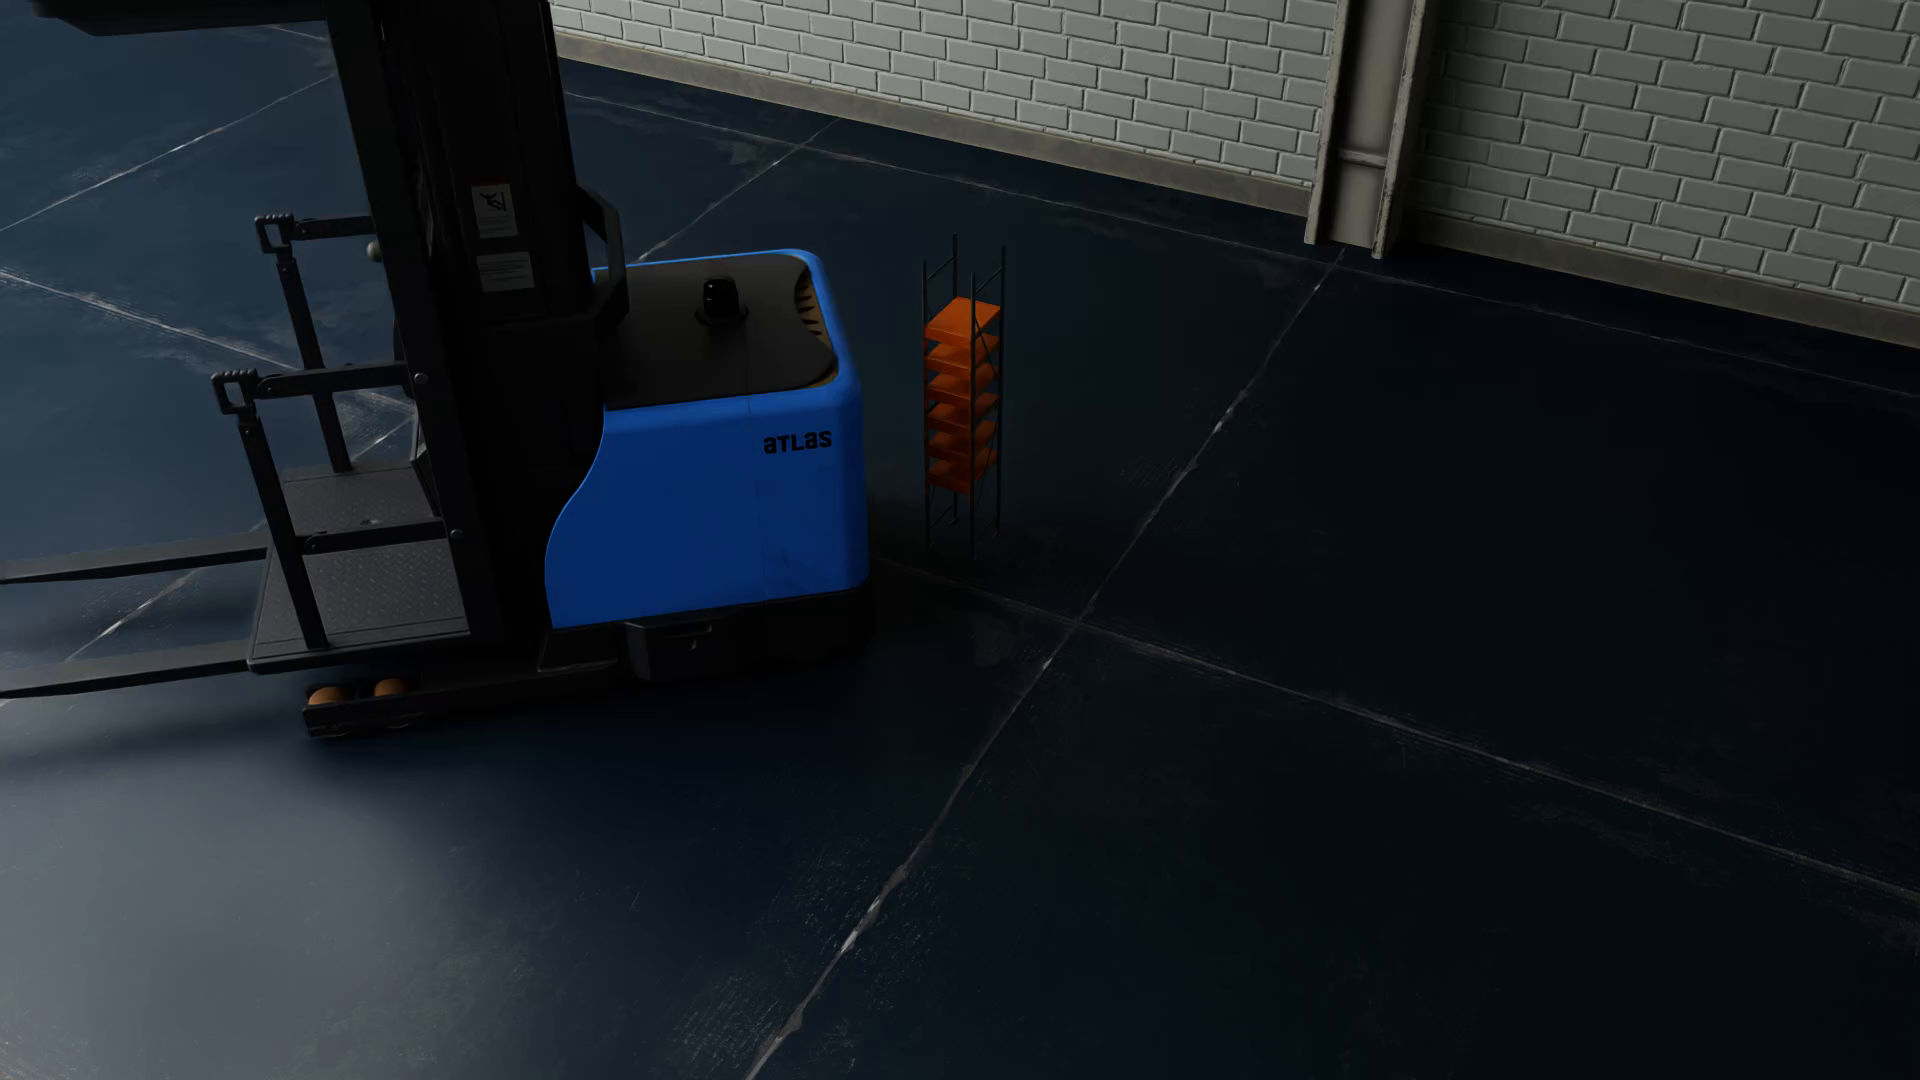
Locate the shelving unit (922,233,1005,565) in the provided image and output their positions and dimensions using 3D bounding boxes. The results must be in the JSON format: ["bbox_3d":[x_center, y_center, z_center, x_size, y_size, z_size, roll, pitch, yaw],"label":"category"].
[{"bbox_3d":[0.013,-0.474,5.882,0.189,1.200,0.258,17,41,21],"label":"shelving unit"}]

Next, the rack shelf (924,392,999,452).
[{"bbox_3d":[0.013,-0.438,5.909,0.180,0.103,0.258,17,41,21],"label":"rack shelf"}]

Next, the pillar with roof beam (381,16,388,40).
[{"bbox_3d":[-5.371,-4.432,4.646,0.400,9.000,9.100,17,41,21],"label":"pillar with roof beam"}]

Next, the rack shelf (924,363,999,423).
[{"bbox_3d":[0.013,-0.534,5.836,0.180,0.103,0.258,17,41,21],"label":"rack shelf"}]

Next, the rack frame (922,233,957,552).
[{"bbox_3d":[-0.068,-0.499,5.915,0.006,1.200,0.240,17,41,21],"label":"rack frame"}]

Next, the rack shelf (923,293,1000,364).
[{"bbox_3d":[0.013,-0.725,5.691,0.180,0.103,0.258,17,41,21],"label":"rack shelf"}]

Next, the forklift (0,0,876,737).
[{"bbox_3d":[-1.862,-0.877,4.981,3.031,2.935,1.130,-7,38,-10],"label":"forklift"}]

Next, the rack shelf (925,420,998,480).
[{"bbox_3d":[0.013,-0.343,5.981,0.180,0.103,0.258,17,41,21],"label":"rack shelf"}]

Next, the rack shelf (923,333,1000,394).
[{"bbox_3d":[0.013,-0.630,5.764,0.180,0.103,0.258,17,41,21],"label":"rack shelf"}]

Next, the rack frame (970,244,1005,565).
[{"bbox_3d":[0.094,-0.448,5.848,0.006,1.200,0.240,17,41,21],"label":"rack frame"}]

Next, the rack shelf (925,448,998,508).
[{"bbox_3d":[0.013,-0.247,6.054,0.180,0.103,0.258,17,41,21],"label":"rack shelf"}]

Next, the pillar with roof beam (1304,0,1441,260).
[{"bbox_3d":[-0.043,-2.763,2.448,0.400,9.000,9.100,17,41,21],"label":"pillar with roof beam"}]
